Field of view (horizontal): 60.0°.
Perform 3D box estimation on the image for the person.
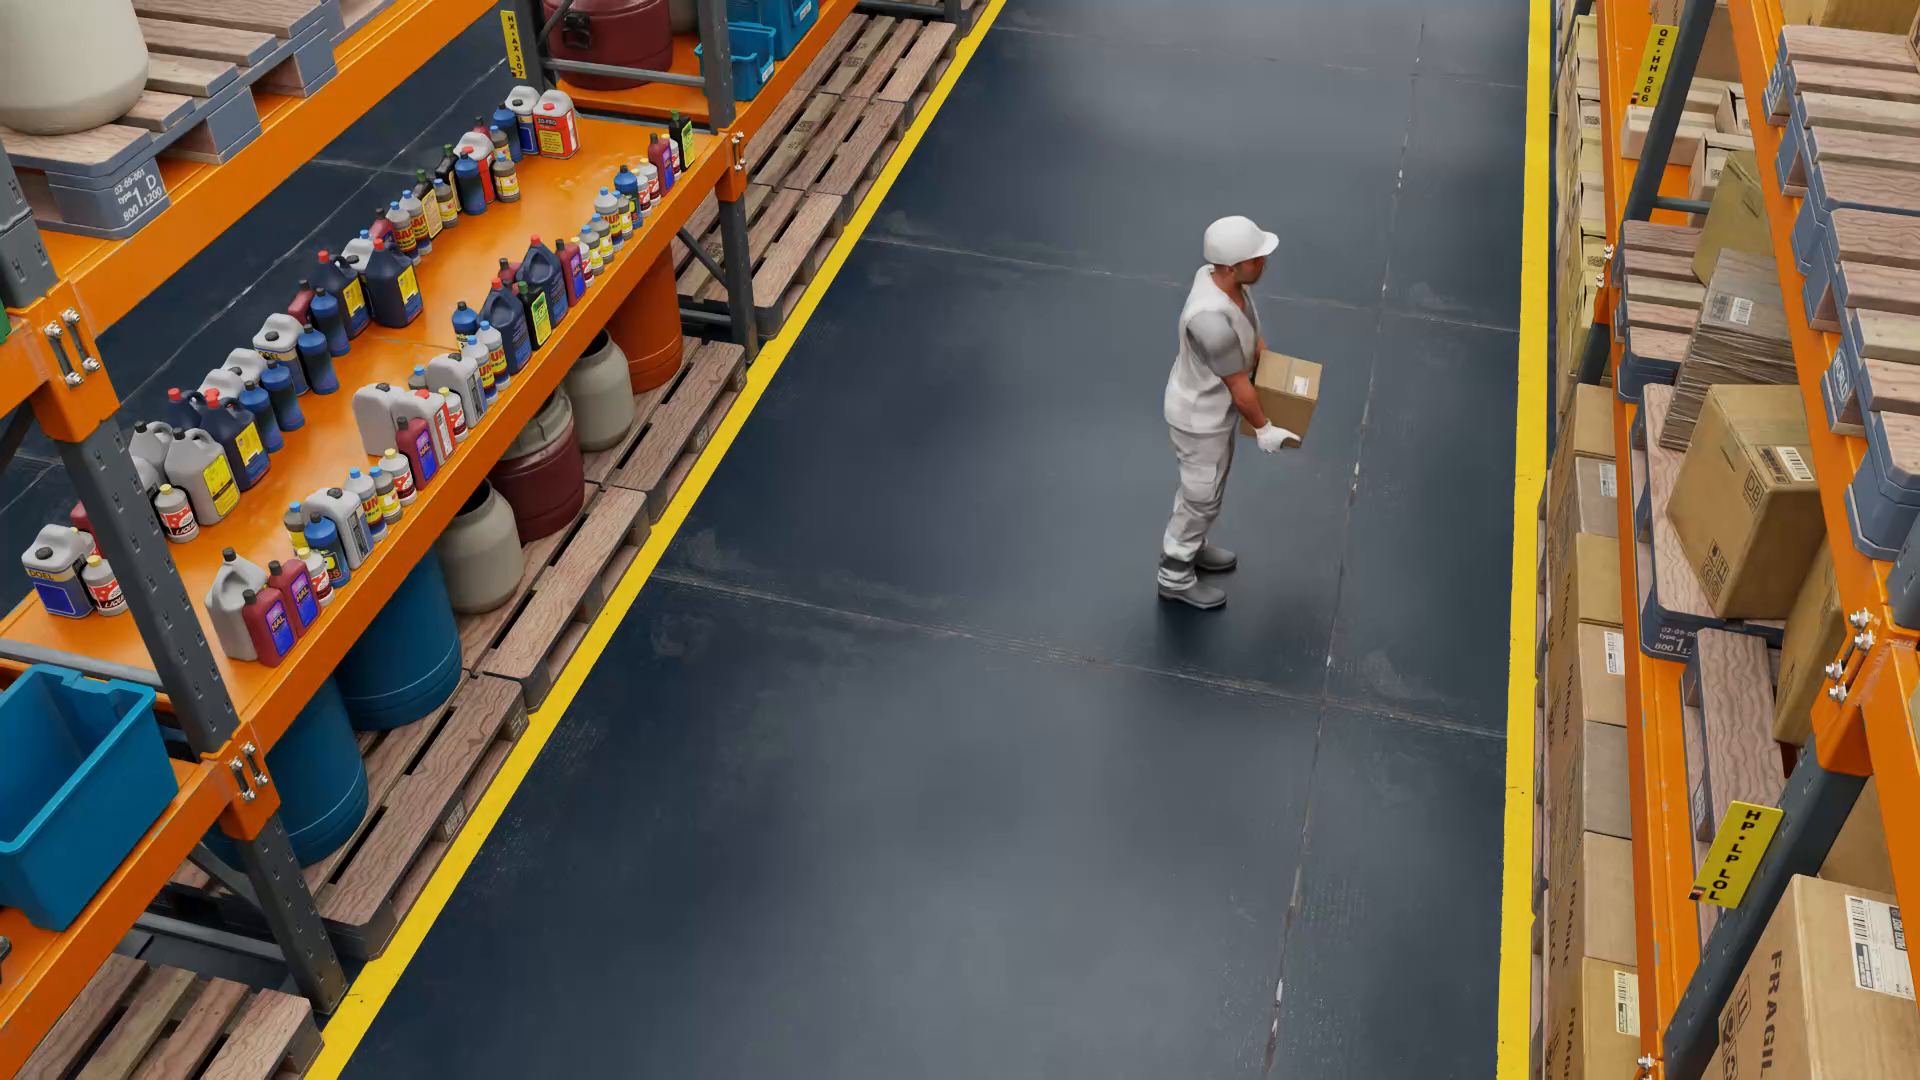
[{"bbox_3d":[1.107,-0.503,6.726,0.565,1.785,0.495,9,42,11],"label":"person"}]
